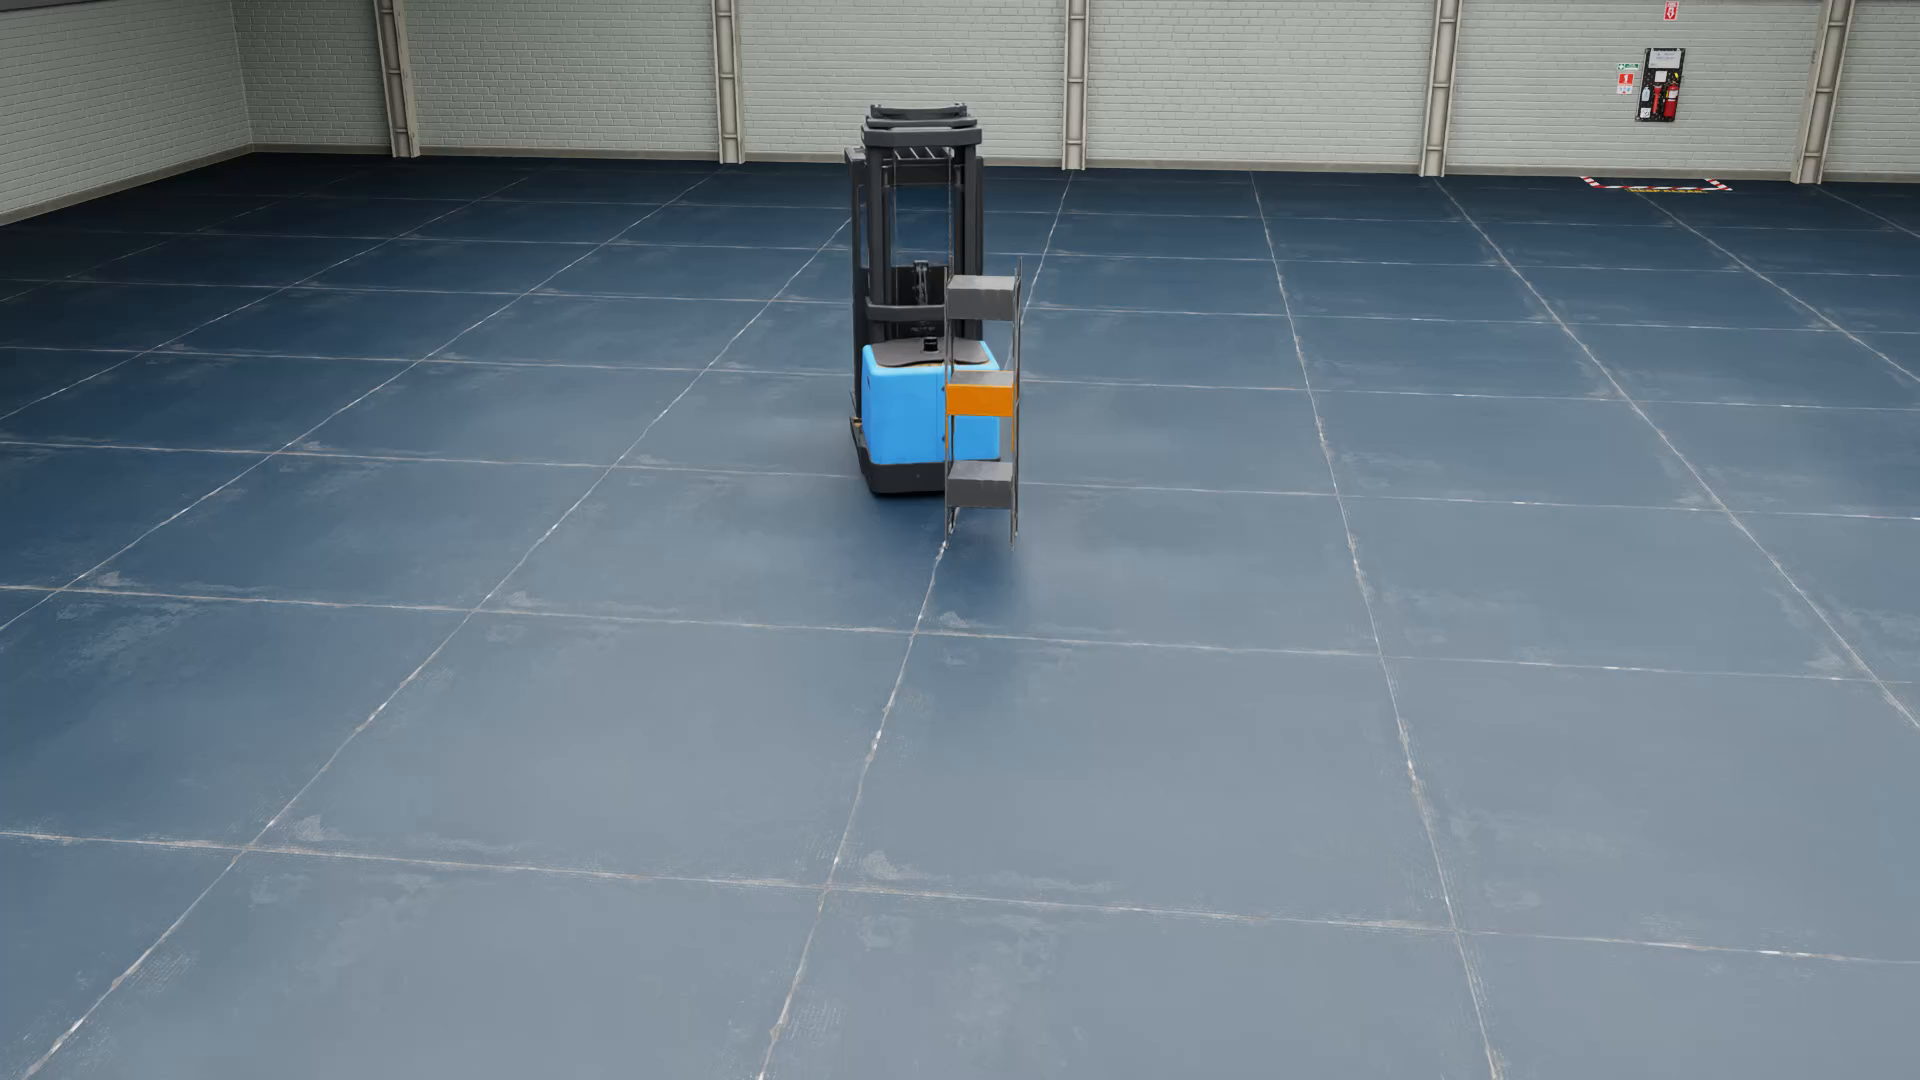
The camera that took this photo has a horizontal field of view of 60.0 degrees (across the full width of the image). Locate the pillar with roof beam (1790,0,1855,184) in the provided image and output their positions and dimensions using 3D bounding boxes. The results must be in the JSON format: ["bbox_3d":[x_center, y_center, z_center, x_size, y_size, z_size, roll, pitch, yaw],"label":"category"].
[{"bbox_3d":[13.368,-8.490,21.674,0.400,9.000,9.100,2,22,6],"label":"pillar with roof beam"}]

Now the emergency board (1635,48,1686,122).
[{"bbox_3d":[11.425,-7.393,27.059,0.643,1.169,0.194,2,22,6],"label":"emergency board"}]

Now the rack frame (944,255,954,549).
[{"bbox_3d":[-0.078,-0.980,12.062,0.015,2.100,0.400,2,22,6],"label":"rack frame"}]

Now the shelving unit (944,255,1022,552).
[{"bbox_3d":[0.164,-0.969,12.036,0.503,2.100,0.431,2,22,6],"label":"shelving unit"}]

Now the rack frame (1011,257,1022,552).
[{"bbox_3d":[0.407,-0.959,12.009,0.015,2.100,0.400,2,22,6],"label":"rack frame"}]

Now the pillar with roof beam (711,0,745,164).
[{"bbox_3d":[-4.507,-9.269,23.644,0.400,9.000,9.100,2,22,6],"label":"pillar with roof beam"}]

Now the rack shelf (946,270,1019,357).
[{"bbox_3d":[0.164,-1.608,11.783,0.480,0.518,0.431,2,22,6],"label":"rack shelf"}]

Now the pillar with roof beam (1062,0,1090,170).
[{"bbox_3d":[1.451,-9.009,22.988,0.400,9.000,9.100,2,22,6],"label":"pillar with roof beam"}]

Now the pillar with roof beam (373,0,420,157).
[{"bbox_3d":[-10.465,-9.528,24.301,0.400,9.000,9.100,2,22,6],"label":"pillar with roof beam"}]

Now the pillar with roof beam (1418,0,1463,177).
[{"bbox_3d":[7.410,-8.749,22.331,0.400,9.000,9.100,2,22,6],"label":"pillar with roof beam"}]

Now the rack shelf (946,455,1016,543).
[{"bbox_3d":[0.164,-0.306,12.298,0.480,0.518,0.431,2,22,6],"label":"rack shelf"}]

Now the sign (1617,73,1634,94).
[{"bbox_3d":[10.888,-7.471,27.208,0.234,0.329,0.001,2,22,6],"label":"sign"}]

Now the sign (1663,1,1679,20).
[{"bbox_3d":[11.429,-8.507,26.725,0.199,0.298,0.001,2,22,6],"label":"sign"}]

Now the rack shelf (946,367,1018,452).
[{"bbox_3d":[0.164,-0.957,12.041,0.480,0.518,0.431,2,22,6],"label":"rack shelf"}]

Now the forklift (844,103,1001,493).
[{"bbox_3d":[-0.384,-2.239,14.117,1.130,2.935,3.031,-3,22,-7],"label":"forklift"}]

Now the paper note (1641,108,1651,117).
[{"bbox_3d":[11.257,-7.016,27.304,0.142,0.148,0.016,2,22,6],"label":"paper note"}]

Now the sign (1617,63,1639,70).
[{"bbox_3d":[10.892,-7.714,27.102,0.331,0.109,0.001,2,22,6],"label":"sign"}]
